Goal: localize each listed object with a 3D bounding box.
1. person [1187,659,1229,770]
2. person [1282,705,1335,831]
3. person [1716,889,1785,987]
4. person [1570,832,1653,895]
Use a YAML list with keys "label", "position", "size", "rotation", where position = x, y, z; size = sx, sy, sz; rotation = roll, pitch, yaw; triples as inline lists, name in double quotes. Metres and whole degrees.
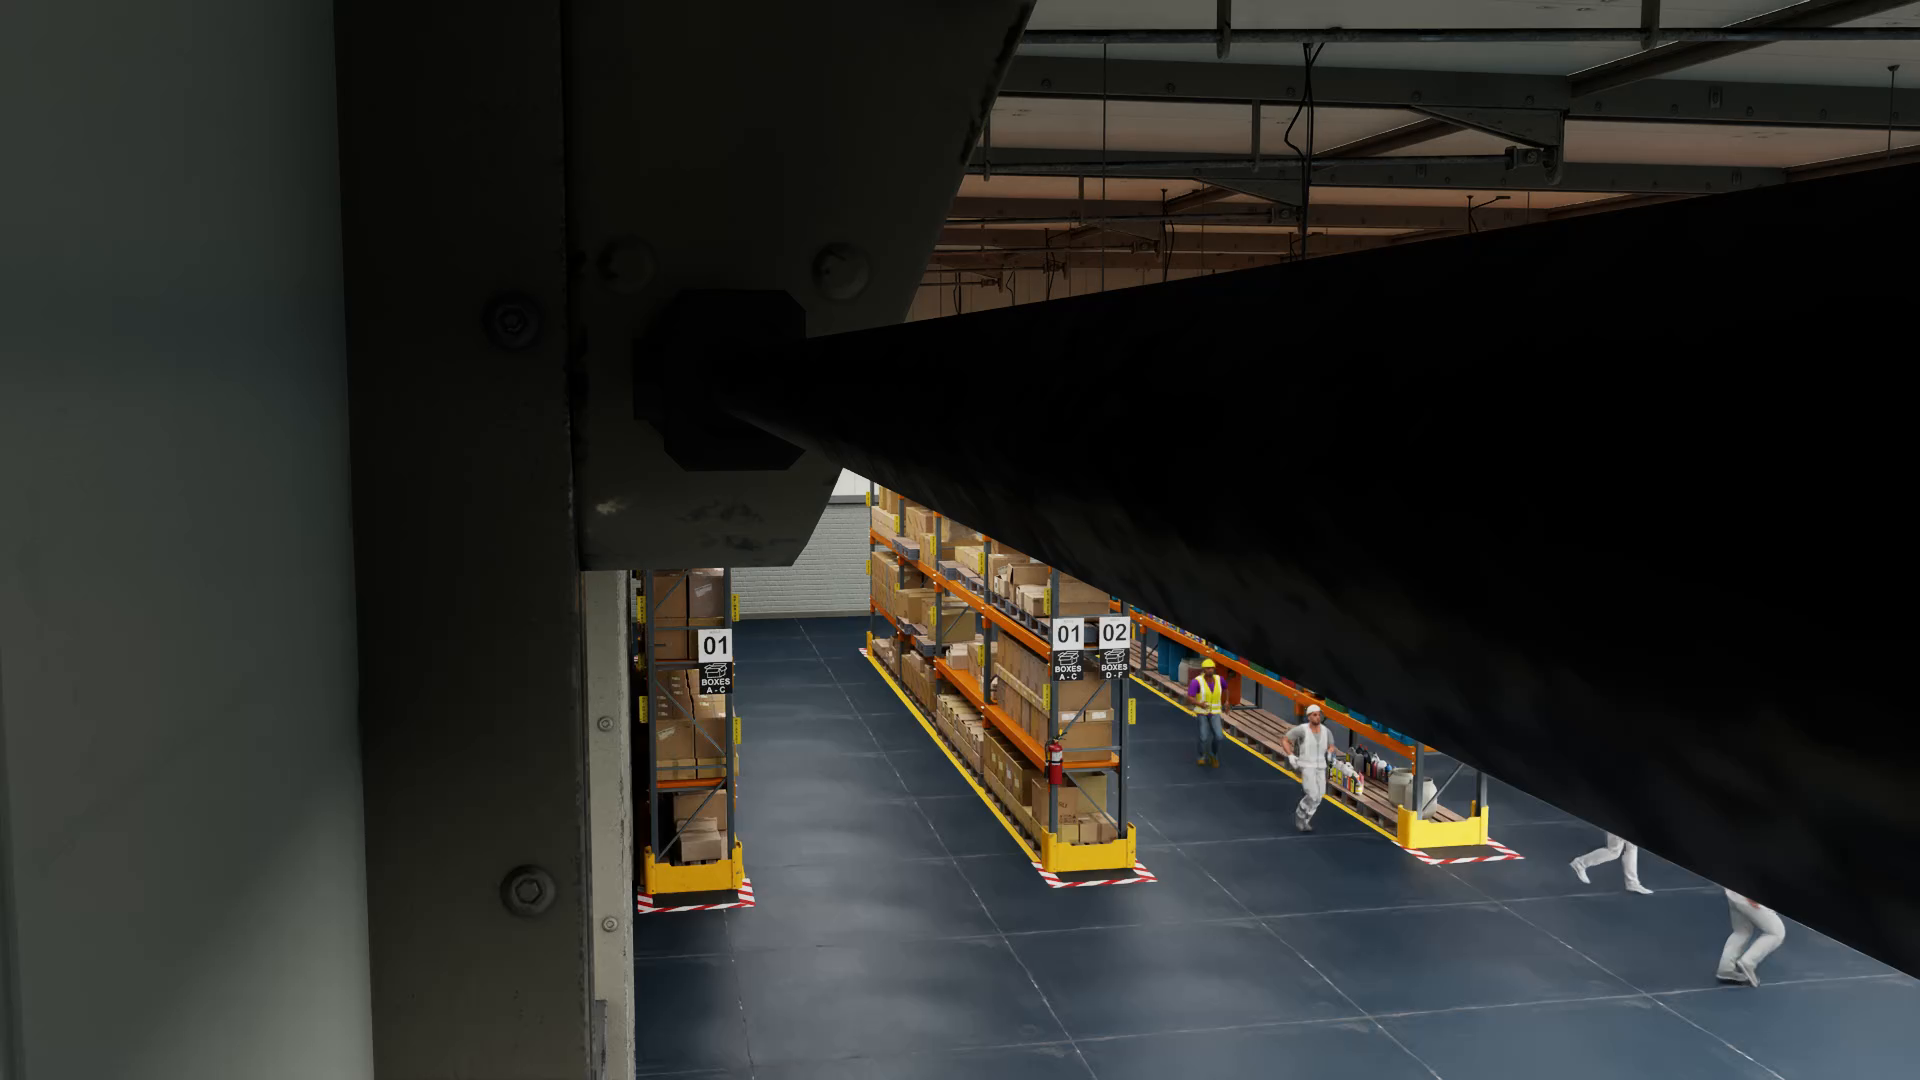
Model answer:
- label: "person"
  position: [3.921, 2.748, 26.084]
  size: [0.734, 1.779, 0.684]
  rotation: [-1, 6, -8]
- label: "person"
  position: [4.795, 3.103, 22.554]
  size: [0.681, 1.734, 0.596]
  rotation: [-2, 6, -21]
- label: "person"
  position: [8.121, 3.678, 17.018]
  size: [0.655, 1.769, 0.651]
  rotation: [0, 6, 3]
- label: "person"
  position: [7.884, 3.371, 20.044]
  size: [0.940, 1.767, 0.710]
  rotation: [2, 6, 22]
